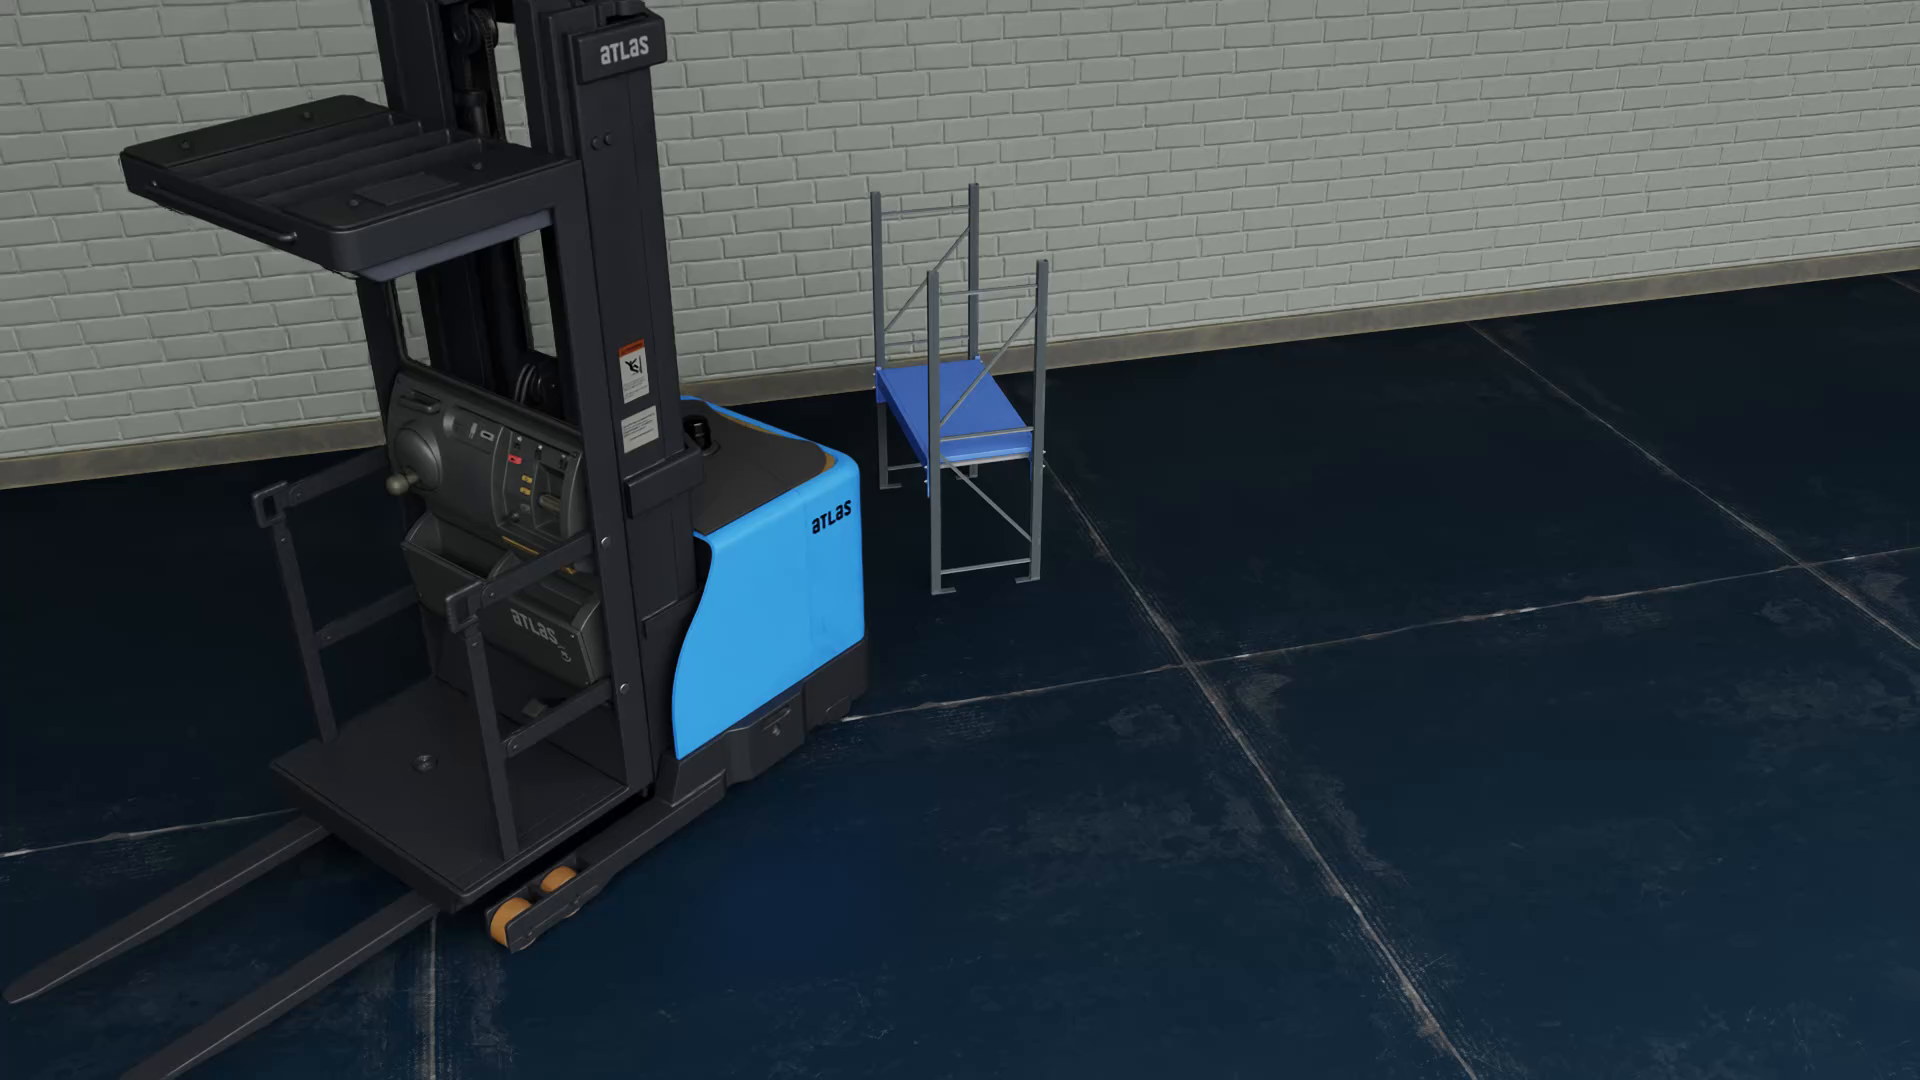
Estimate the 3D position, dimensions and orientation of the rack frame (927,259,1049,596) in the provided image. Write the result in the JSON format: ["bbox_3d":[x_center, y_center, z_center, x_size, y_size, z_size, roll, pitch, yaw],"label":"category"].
[{"bbox_3d":[0.112,-0.445,7.021,0.500,1.500,0.032,-8,31,-13],"label":"rack frame"}]

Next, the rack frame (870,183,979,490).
[{"bbox_3d":[-0.158,-0.936,7.870,0.500,1.500,0.032,-8,31,-13],"label":"rack frame"}]

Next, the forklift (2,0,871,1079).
[{"bbox_3d":[-1.662,-0.211,5.189,1.130,2.935,3.031,22,36,32],"label":"forklift"}]

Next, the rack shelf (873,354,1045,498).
[{"bbox_3d":[-0.023,-0.535,7.536,0.538,0.185,1.000,-8,31,-13],"label":"rack shelf"}]

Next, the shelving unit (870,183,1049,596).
[{"bbox_3d":[-0.023,-0.690,7.445,0.538,1.500,1.048,-8,31,-13],"label":"shelving unit"}]
